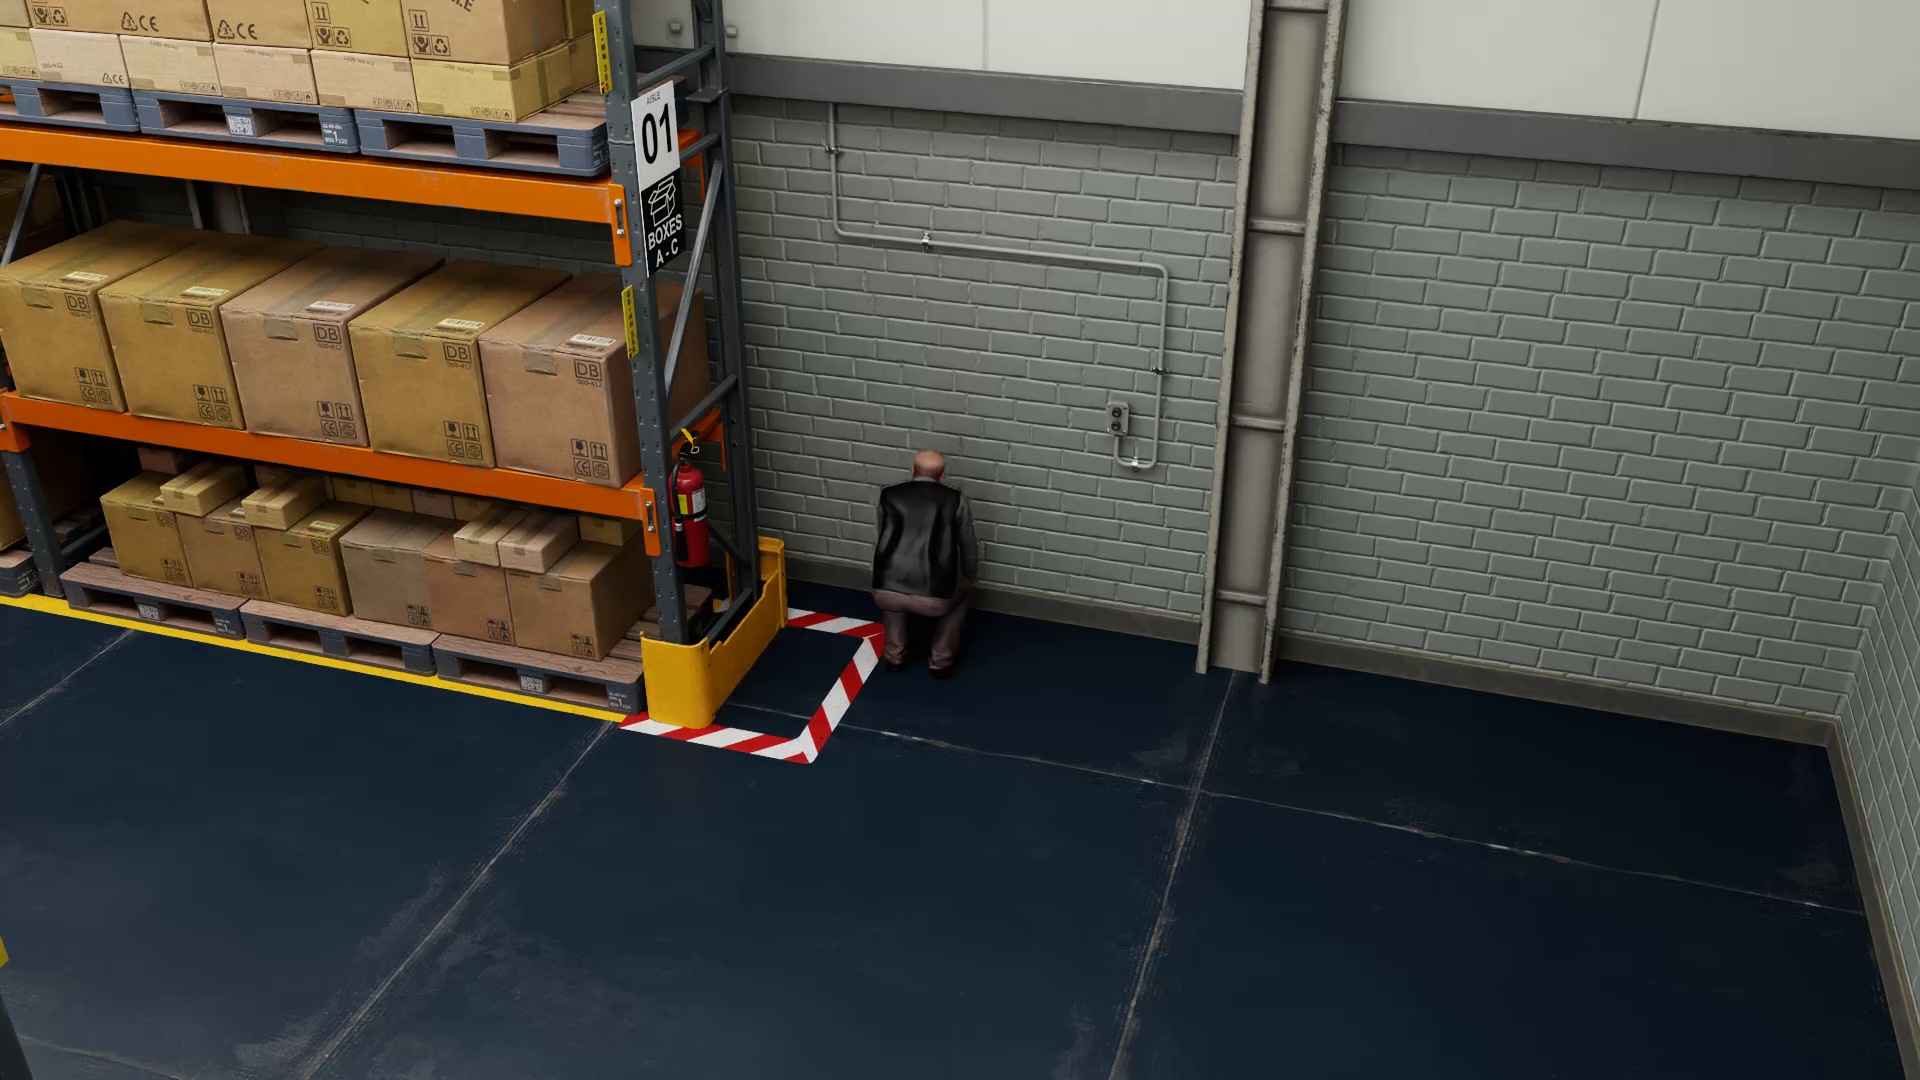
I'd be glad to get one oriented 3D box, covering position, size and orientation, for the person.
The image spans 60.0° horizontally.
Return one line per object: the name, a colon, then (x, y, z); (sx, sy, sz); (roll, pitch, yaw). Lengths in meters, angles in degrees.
person: (-0.221, 0.152, 8.924); (0.558, 1.082, 0.831); (7, 30, 13)
